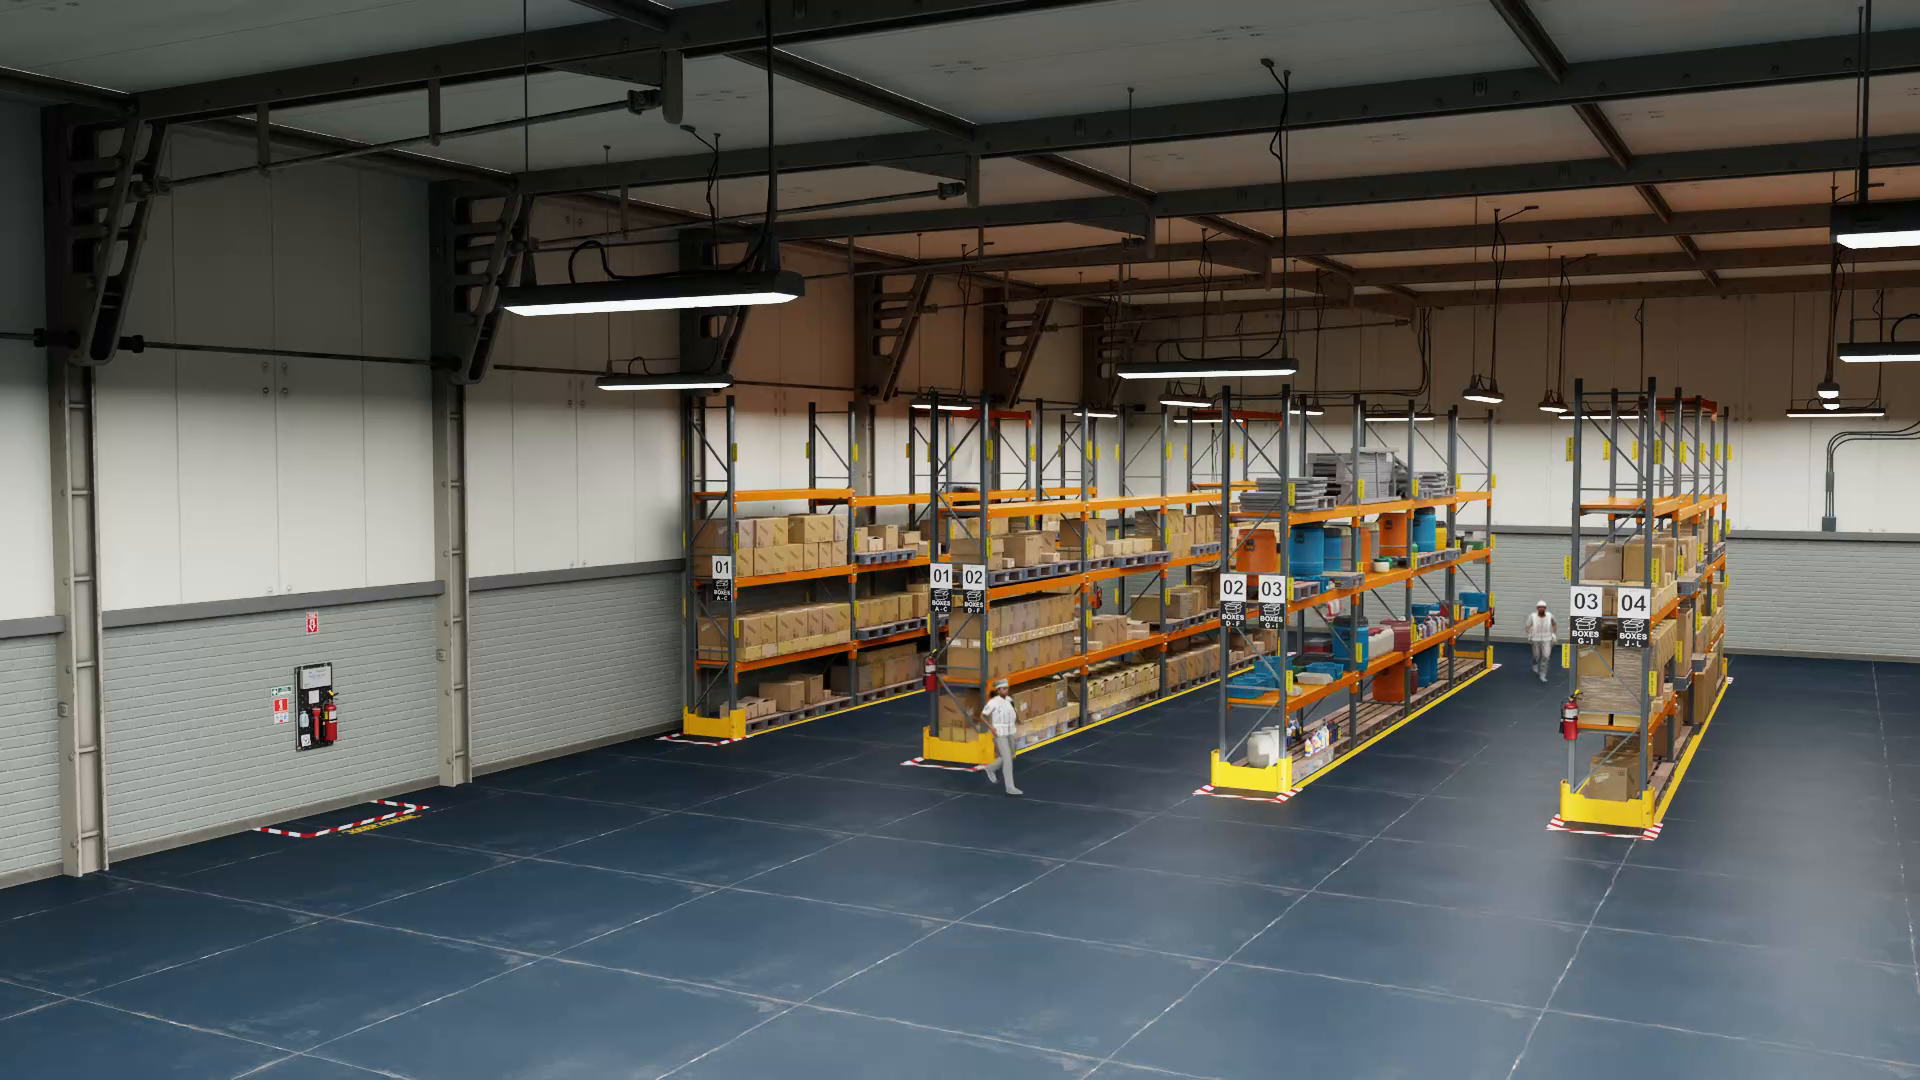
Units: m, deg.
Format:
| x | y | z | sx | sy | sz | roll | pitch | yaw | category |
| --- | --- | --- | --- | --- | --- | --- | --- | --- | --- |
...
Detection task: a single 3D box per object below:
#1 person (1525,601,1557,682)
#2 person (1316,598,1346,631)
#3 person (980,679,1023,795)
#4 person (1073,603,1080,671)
| x | y | z | sx | sy | sz | roll | pitch | yaw | category |
| --- | --- | --- | --- | --- | --- | --- | --- | --- | --- |
| 12.787 | 2.209 | 36.604 | 0.674 | 1.760 | 0.845 | 1 | 3 | 13 | person |
| 9.121 | 1.997 | 40.608 | 0.660 | 1.785 | 0.700 | -1 | 3 | -21 | person |
| 0.630 | 2.867 | 24.467 | 0.587 | 1.672 | 0.838 | -3 | 4 | -42 | person |
| 2.504 | 2.248 | 35.450 | 0.642 | 1.840 | 0.762 | 1 | 3 | 25 | person |
